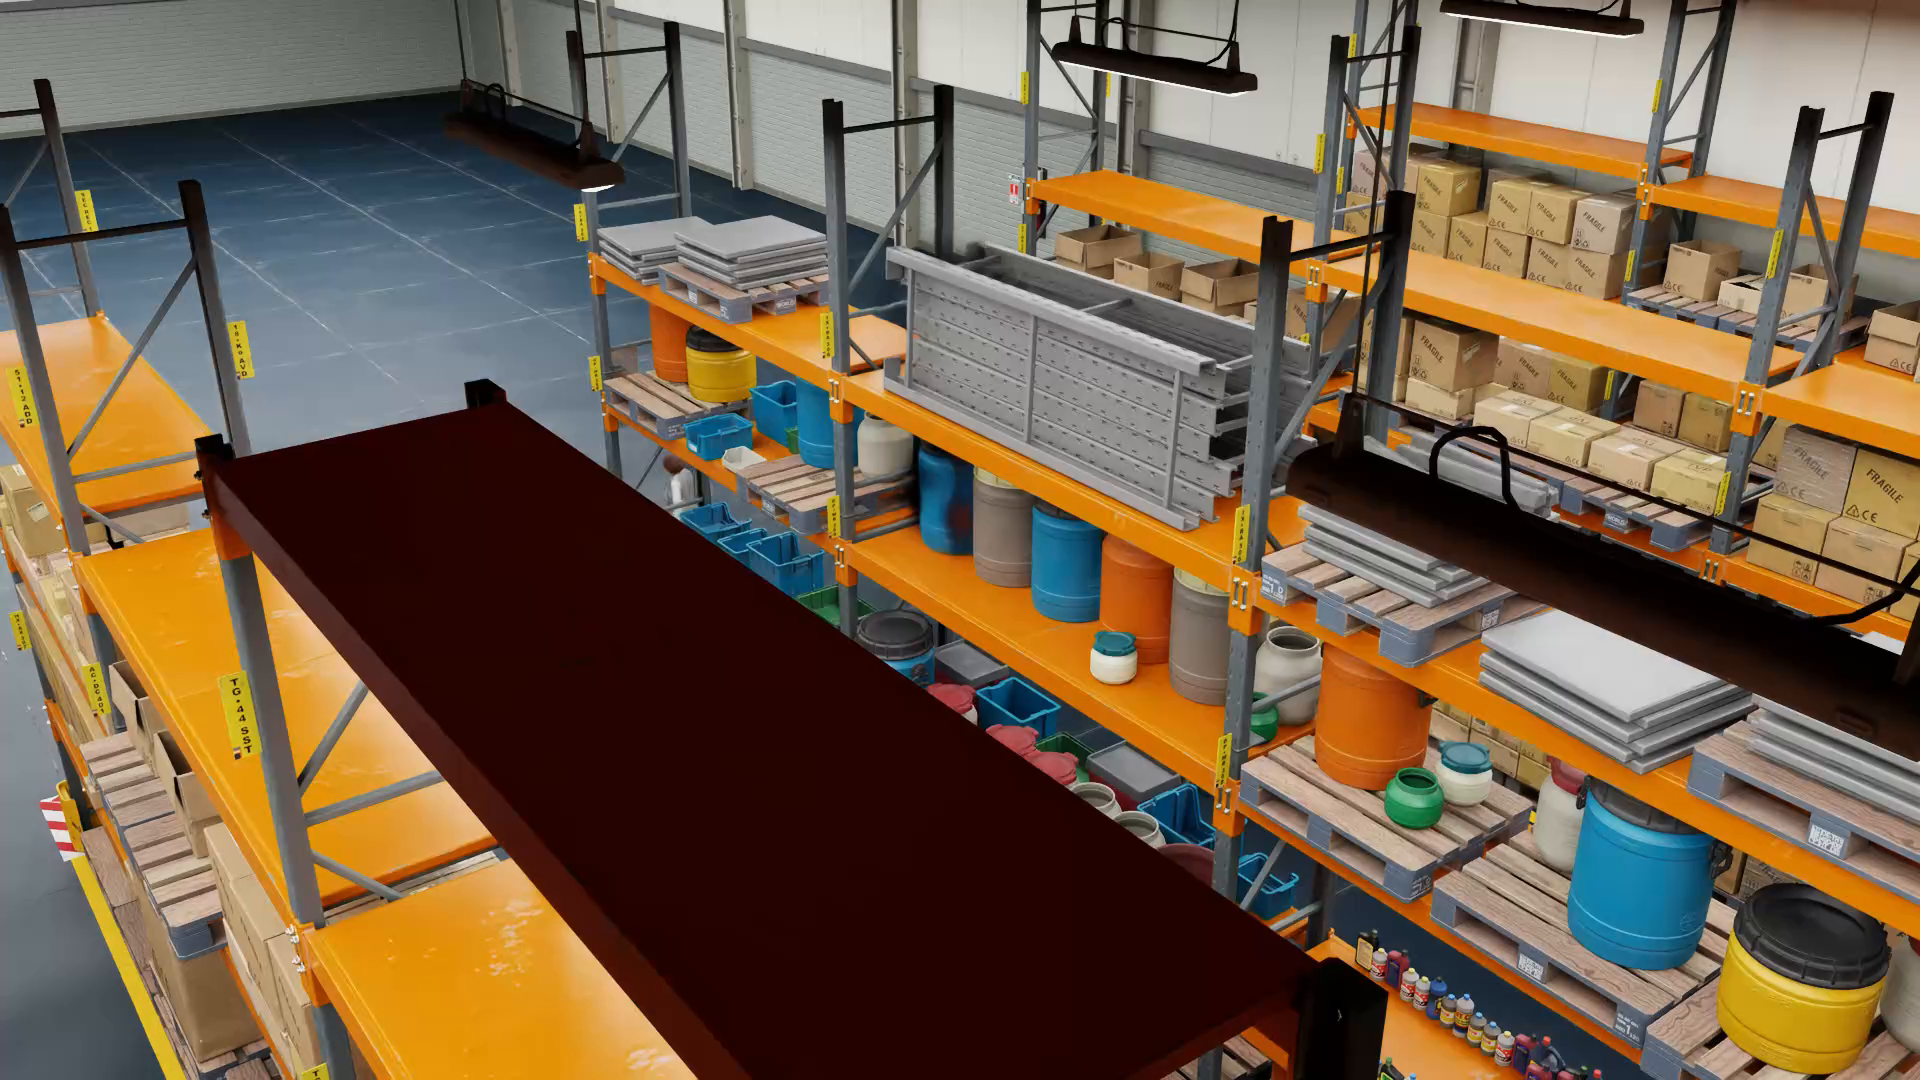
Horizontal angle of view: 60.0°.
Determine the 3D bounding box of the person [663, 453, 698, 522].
[{"bbox_3d":[-2.884,-0.175,17.503,0.542,1.575,0.539,7,26,15],"label":"person"}]
